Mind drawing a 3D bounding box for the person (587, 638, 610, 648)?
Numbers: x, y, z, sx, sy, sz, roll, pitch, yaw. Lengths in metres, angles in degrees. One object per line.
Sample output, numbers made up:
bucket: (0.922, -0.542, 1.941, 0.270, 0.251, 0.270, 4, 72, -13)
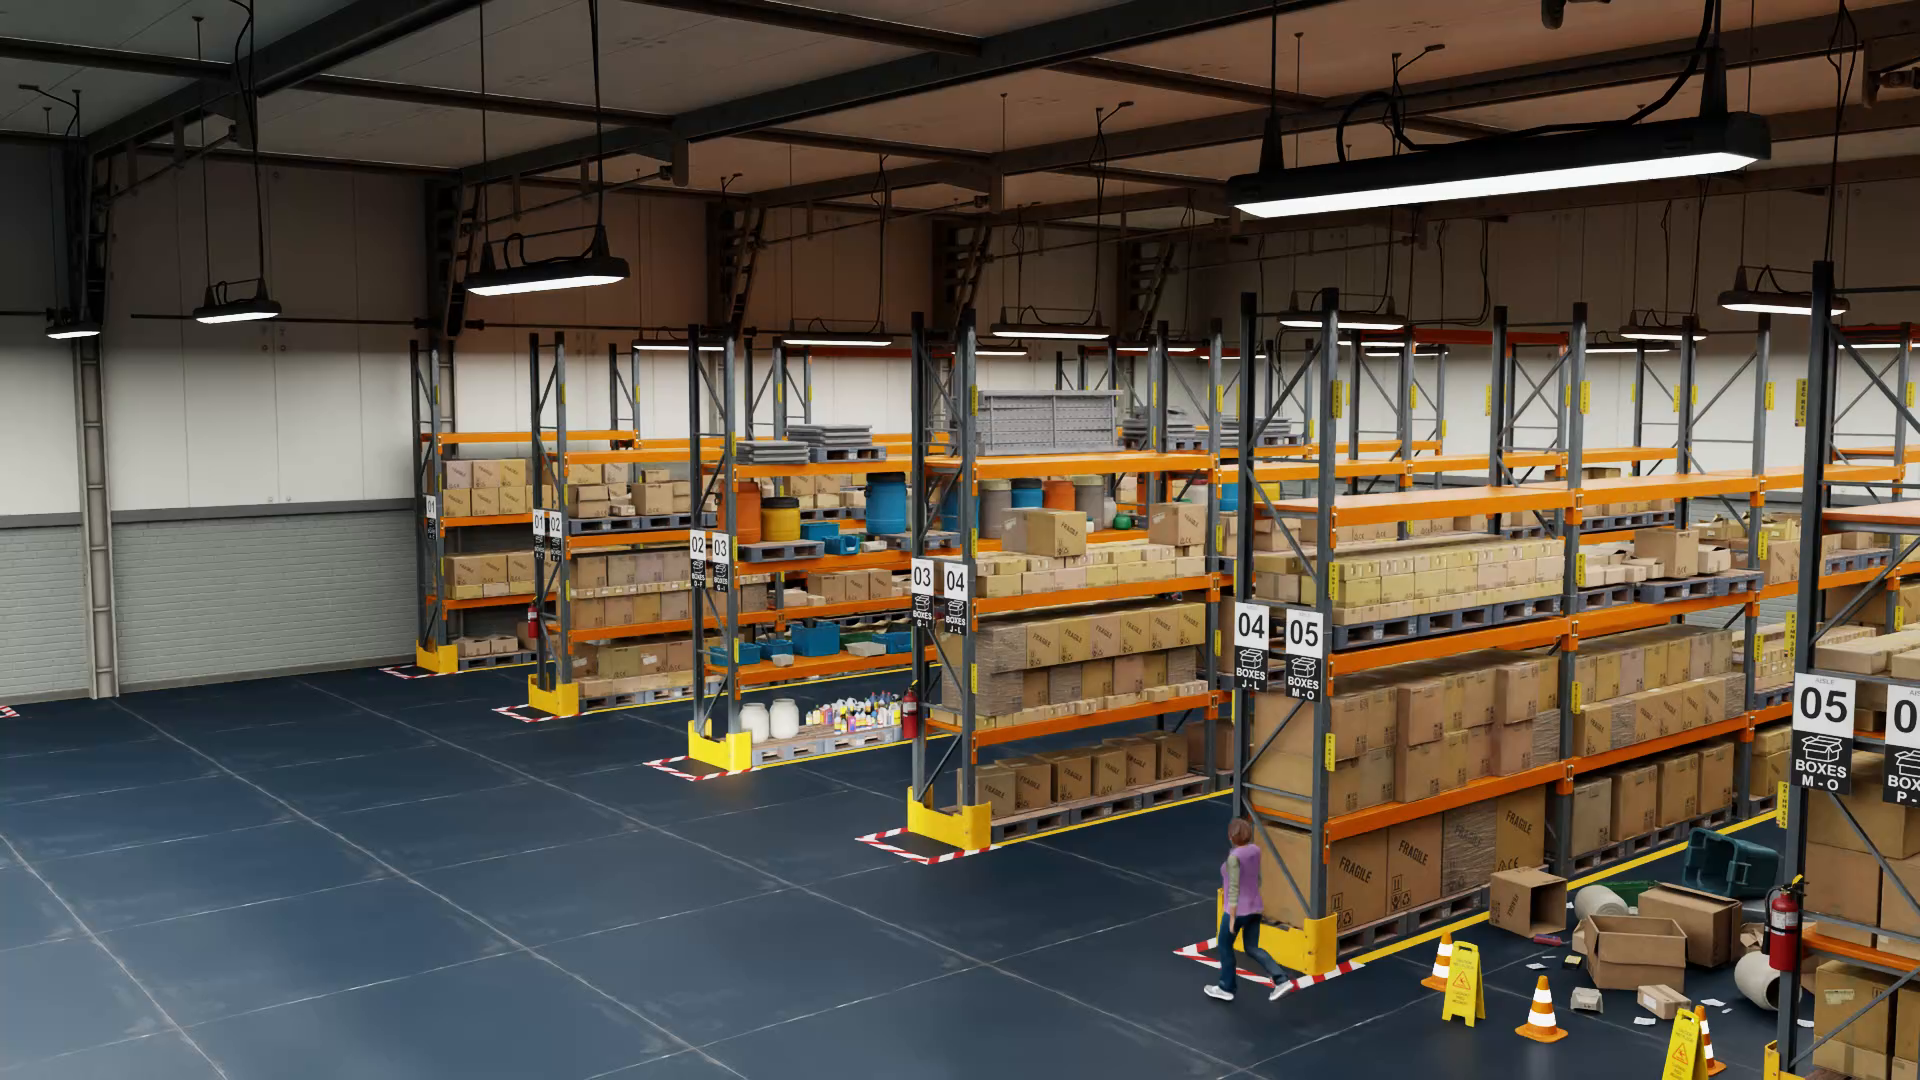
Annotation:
person: (-6.289, 1.619, 28.818, 0.563, 1.804, 0.670, 4, 6, 35)

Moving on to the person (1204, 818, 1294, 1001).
person: (2.400, 3.093, 13.835, 0.430, 1.564, 0.790, -5, 7, -44)
